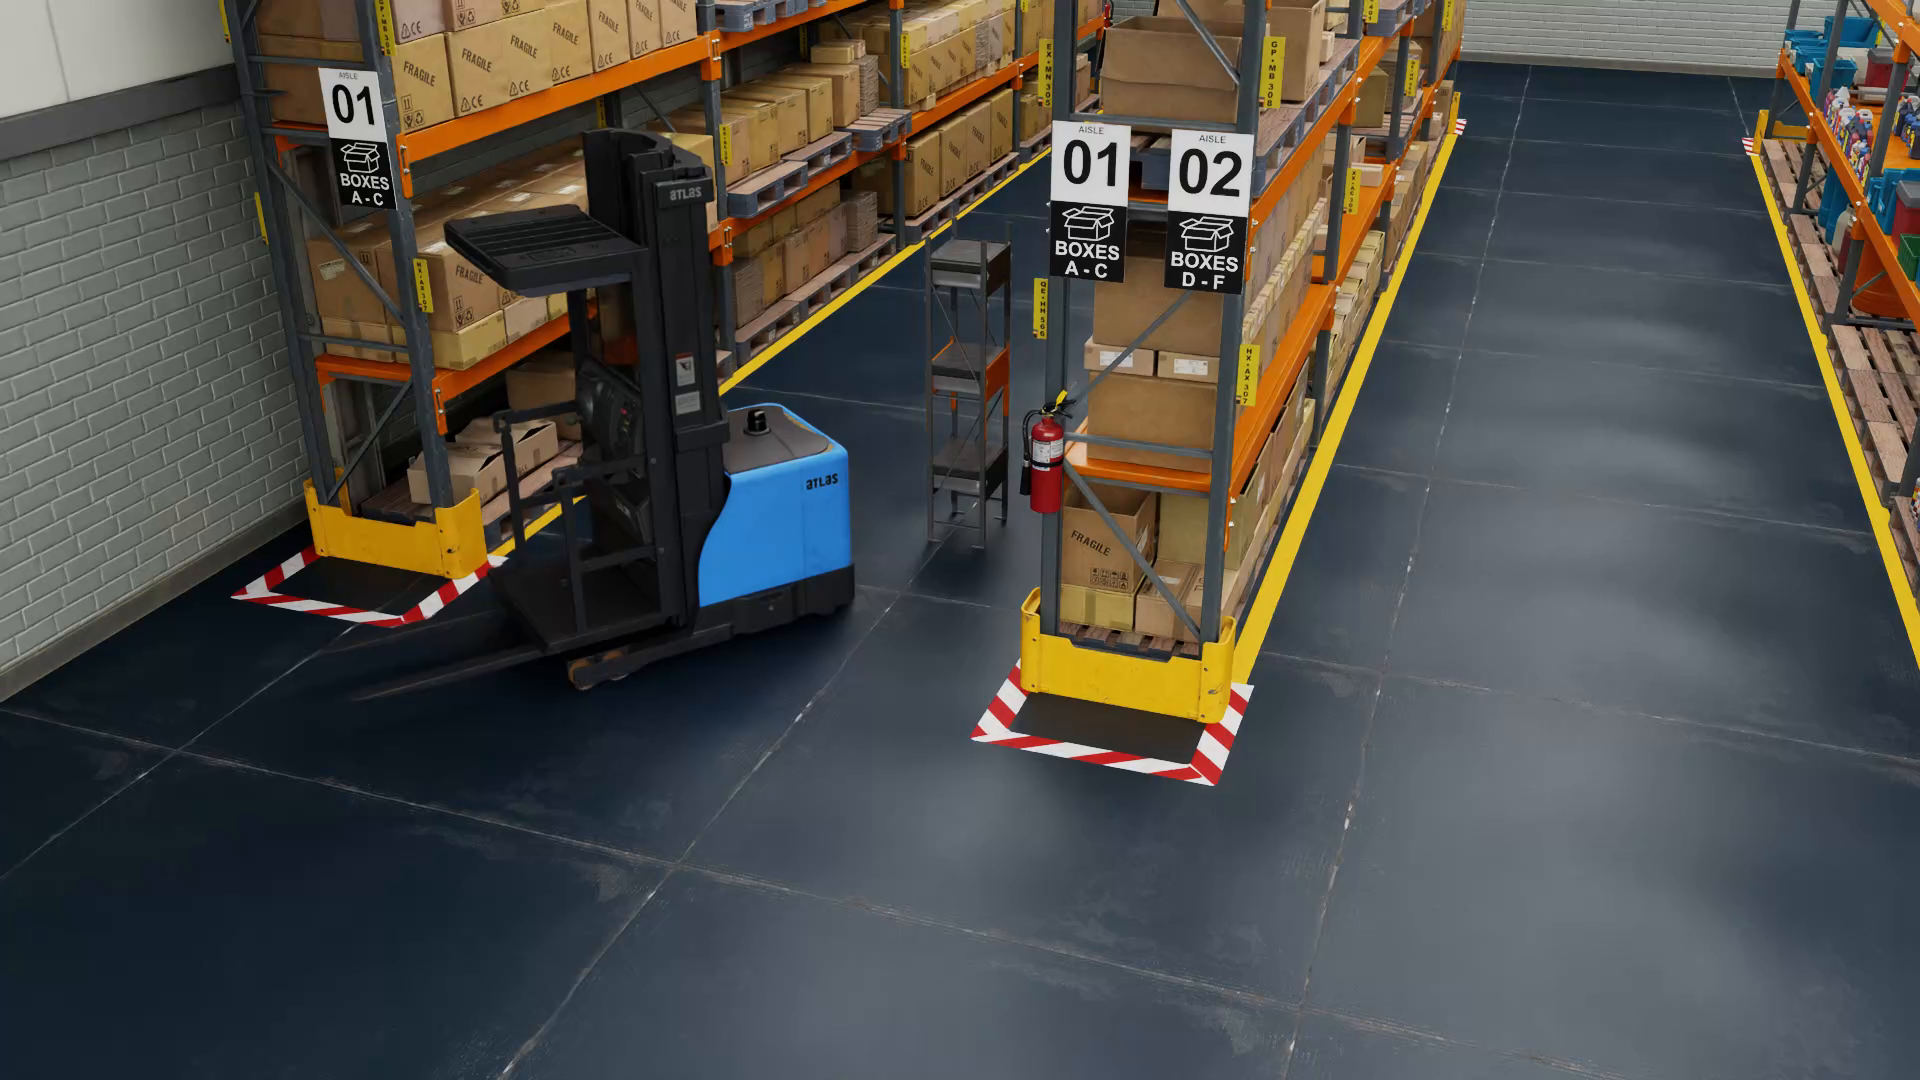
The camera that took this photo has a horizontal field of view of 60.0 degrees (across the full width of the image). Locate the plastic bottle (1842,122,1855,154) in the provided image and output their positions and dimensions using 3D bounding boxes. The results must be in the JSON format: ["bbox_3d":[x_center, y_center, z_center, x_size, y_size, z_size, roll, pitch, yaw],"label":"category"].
[{"bbox_3d":[8.492,-3.840,15.872,0.061,0.283,0.133,9,27,17],"label":"plastic bottle"}]

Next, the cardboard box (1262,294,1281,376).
[{"bbox_3d":[1.622,-1.367,10.517,0.700,0.500,0.500,10,27,19],"label":"cardboard box"}]

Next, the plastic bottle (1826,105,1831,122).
[{"bbox_3d":[9.015,-4.424,17.174,0.097,0.201,0.097,0,26,0],"label":"plastic bottle"}]

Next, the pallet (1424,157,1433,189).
[{"bbox_3d":[5.164,-4.454,20.207,1.003,0.211,1.213,9,27,17],"label":"pallet"}]

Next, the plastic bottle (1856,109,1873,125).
[{"bbox_3d":[8.927,-4.114,16.447,0.152,0.276,0.135,9,27,17],"label":"plastic bottle"}]

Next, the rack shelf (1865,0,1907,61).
[{"bbox_3d":[8.939,-4.912,15.336,1.077,0.370,4.000,9,27,17],"label":"rack shelf"}]

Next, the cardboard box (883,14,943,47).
[{"bbox_3d":[-0.496,-5.396,17.613,0.500,0.250,0.500,8,27,17],"label":"cardboard box"}]

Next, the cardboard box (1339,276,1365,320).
[{"bbox_3d":[3.156,-2.109,14.194,0.500,0.311,0.500,10,27,19],"label":"cardboard box"}]

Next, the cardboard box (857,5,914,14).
[{"bbox_3d":[-0.813,-5.672,18.184,0.500,0.250,0.500,8,27,16],"label":"cardboard box"}]

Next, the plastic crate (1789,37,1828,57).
[{"bbox_3d":[10.324,-5.979,20.279,0.416,0.233,0.300,9,27,17],"label":"plastic crate"}]

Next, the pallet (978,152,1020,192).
[{"bbox_3d":[0.077,-4.561,20.428,1.003,0.211,1.213,9,27,17],"label":"pallet"}]

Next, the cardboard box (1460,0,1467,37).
[{"bbox_3d":[6.374,-6.892,21.929,0.500,0.500,0.500,10,27,19],"label":"cardboard box"}]

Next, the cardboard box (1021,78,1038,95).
[{"bbox_3d":[0.894,-5.907,21.649,0.380,0.149,0.250,10,27,19],"label":"cardboard box"}]

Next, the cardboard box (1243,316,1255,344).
[{"bbox_3d":[1.445,-1.174,9.374,0.380,0.149,0.250,9,27,18],"label":"cardboard box"}]

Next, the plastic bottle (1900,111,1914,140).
[{"bbox_3d":[9.365,-4.094,16.410,0.097,0.271,0.097,0,26,0],"label":"plastic bottle"}]

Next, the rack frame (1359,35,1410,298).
[{"bbox_3d":[3.604,-3.783,15.622,1.000,3.000,0.127,9,27,17],"label":"rack frame"}]

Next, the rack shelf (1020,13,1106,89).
[{"bbox_3d":[0.928,-6.642,22.352,1.077,0.370,4.000,9,27,17],"label":"rack shelf"}]

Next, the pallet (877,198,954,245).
[{"bbox_3d":[-0.735,-3.558,18.357,1.003,0.211,1.213,9,27,17],"label":"pallet"}]

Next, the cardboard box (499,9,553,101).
[{"bbox_3d":[-3.002,-3.147,10.729,0.500,0.500,0.500,10,28,20],"label":"cardboard box"}]

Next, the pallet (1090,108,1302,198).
[{"bbox_3d":[1.201,-2.093,8.790,1.003,0.211,1.213,9,27,17],"label":"pallet"}]

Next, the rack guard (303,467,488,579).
[{"bbox_3d":[-3.706,-0.119,10.922,1.175,0.500,0.348,9,27,17],"label":"rack guard"}]

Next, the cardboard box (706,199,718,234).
[{"bbox_3d":[-2.272,-2.559,13.243,0.500,0.250,0.500,9,27,18],"label":"cardboard box"}]

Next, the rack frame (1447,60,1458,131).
[{"bbox_3d":[6.266,-7.071,22.412,1.000,3.000,0.127,9,27,17],"label":"rack frame"}]

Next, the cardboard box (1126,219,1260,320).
[{"bbox_3d":[1.297,-1.553,9.413,0.700,0.500,0.500,8,27,16],"label":"cardboard box"}]

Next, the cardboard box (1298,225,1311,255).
[{"bbox_3d":[2.129,-2.016,11.113,0.380,0.149,0.250,9,27,17],"label":"cardboard box"}]

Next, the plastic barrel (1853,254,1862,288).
[{"bbox_3d":[8.524,-2.581,15.512,0.421,0.512,0.421,0,26,0],"label":"plastic barrel"}]

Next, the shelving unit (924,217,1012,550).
[{"bbox_3d":[0.055,-1.013,10.933,0.431,2.100,0.503,9,27,17],"label":"shelving unit"}]

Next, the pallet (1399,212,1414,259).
[{"bbox_3d":[4.296,-3.329,17.884,1.003,0.211,1.213,9,27,17],"label":"pallet"}]

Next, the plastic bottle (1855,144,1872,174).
[{"bbox_3d":[8.203,-3.453,15.088,0.097,0.271,0.097,0,26,0],"label":"plastic bottle"}]

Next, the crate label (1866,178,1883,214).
[{"bbox_3d":[7.780,-2.869,13.926,0.303,0.233,0.416,9,27,17],"label":"crate label"}]

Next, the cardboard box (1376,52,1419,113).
[{"bbox_3d":[4.192,-4.641,16.796,0.700,0.500,0.500,14,29,27],"label":"cardboard box"}]

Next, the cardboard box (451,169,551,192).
[{"bbox_3d":[-3.262,-2.342,11.933,0.500,0.500,0.500,9,27,18],"label":"cardboard box"}]

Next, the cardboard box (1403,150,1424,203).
[{"bbox_3d":[4.869,-4.054,18.544,0.500,0.500,0.500,9,27,18],"label":"cardboard box"}]

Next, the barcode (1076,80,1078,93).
[{"bbox_3d":[0.587,-2.301,8.452,0.001,0.075,0.075,9,27,17],"label":"barcode"}]

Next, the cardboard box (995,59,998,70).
[{"bbox_3d":[0.227,-5.653,19.749,0.380,0.149,0.250,10,27,19],"label":"cardboard box"}]

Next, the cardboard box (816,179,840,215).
[{"bbox_3d":[-1.508,-3.382,16.296,0.500,0.250,0.500,9,27,18],"label":"cardboard box"}]

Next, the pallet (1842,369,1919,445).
[{"bbox_3d":[7.572,-0.996,13.065,1.003,0.211,1.213,9,27,17],"label":"pallet"}]

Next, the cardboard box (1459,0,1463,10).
[{"bbox_3d":[6.042,-6.922,20.842,0.500,0.500,0.500,10,27,19],"label":"cardboard box"}]

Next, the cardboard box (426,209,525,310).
[{"bbox_3d":[-3.115,-1.846,10.909,0.500,0.500,0.500,9,27,18],"label":"cardboard box"}]

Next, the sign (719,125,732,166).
[{"bbox_3d":[-1.885,-3.171,13.363,0.100,0.325,0.005,9,27,17],"label":"sign"}]

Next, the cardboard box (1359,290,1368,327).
[{"bbox_3d":[3.321,-2.065,14.746,0.500,0.250,0.500,9,27,19],"label":"cardboard box"}]

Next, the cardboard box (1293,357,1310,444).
[{"bbox_3d":[2.147,-1.003,11.691,0.500,0.500,0.500,9,27,17],"label":"cardboard box"}]

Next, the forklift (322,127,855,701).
[{"bbox_3d":[-2.174,-0.729,9.393,3.031,2.935,1.130,-15,30,-29],"label":"forklift"}]

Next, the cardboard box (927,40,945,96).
[{"bbox_3d":[-0.483,-5.064,17.789,0.500,0.500,0.500,10,27,19],"label":"cardboard box"}]

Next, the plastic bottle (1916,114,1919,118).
[{"bbox_3d":[9.489,-4.085,16.388,0.152,0.276,0.135,9,27,17],"label":"plastic bottle"}]

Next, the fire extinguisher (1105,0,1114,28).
[{"bbox_3d":[2.079,-7.580,23.981,0.296,0.674,0.183,9,27,17],"label":"fire extinguisher"}]

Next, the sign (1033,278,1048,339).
[{"bbox_3d":[0.435,-1.208,8.702,0.100,0.325,0.005,9,27,17],"label":"sign"}]

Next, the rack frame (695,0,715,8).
[{"bbox_3d":[-2.400,-5.557,12.400,1.000,3.000,0.127,9,27,17],"label":"rack frame"}]

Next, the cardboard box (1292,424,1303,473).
[{"bbox_3d":[2.149,-0.665,11.854,0.500,0.250,0.500,9,27,17],"label":"cardboard box"}]

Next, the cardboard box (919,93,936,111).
[{"bbox_3d":[-0.480,-4.697,17.774,0.380,0.149,0.250,10,27,19],"label":"cardboard box"}]

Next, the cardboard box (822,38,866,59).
[{"bbox_3d":[-1.155,-4.889,16.542,0.380,0.149,0.250,5,26,11],"label":"cardboard box"}]

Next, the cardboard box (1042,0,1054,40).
[{"bbox_3d":[0.706,-6.799,21.506,0.980,0.700,0.700,8,27,16],"label":"cardboard box"}]

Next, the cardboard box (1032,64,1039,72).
[{"bbox_3d":[0.888,-6.401,22.670,0.380,0.149,0.250,9,27,18],"label":"cardboard box"}]
